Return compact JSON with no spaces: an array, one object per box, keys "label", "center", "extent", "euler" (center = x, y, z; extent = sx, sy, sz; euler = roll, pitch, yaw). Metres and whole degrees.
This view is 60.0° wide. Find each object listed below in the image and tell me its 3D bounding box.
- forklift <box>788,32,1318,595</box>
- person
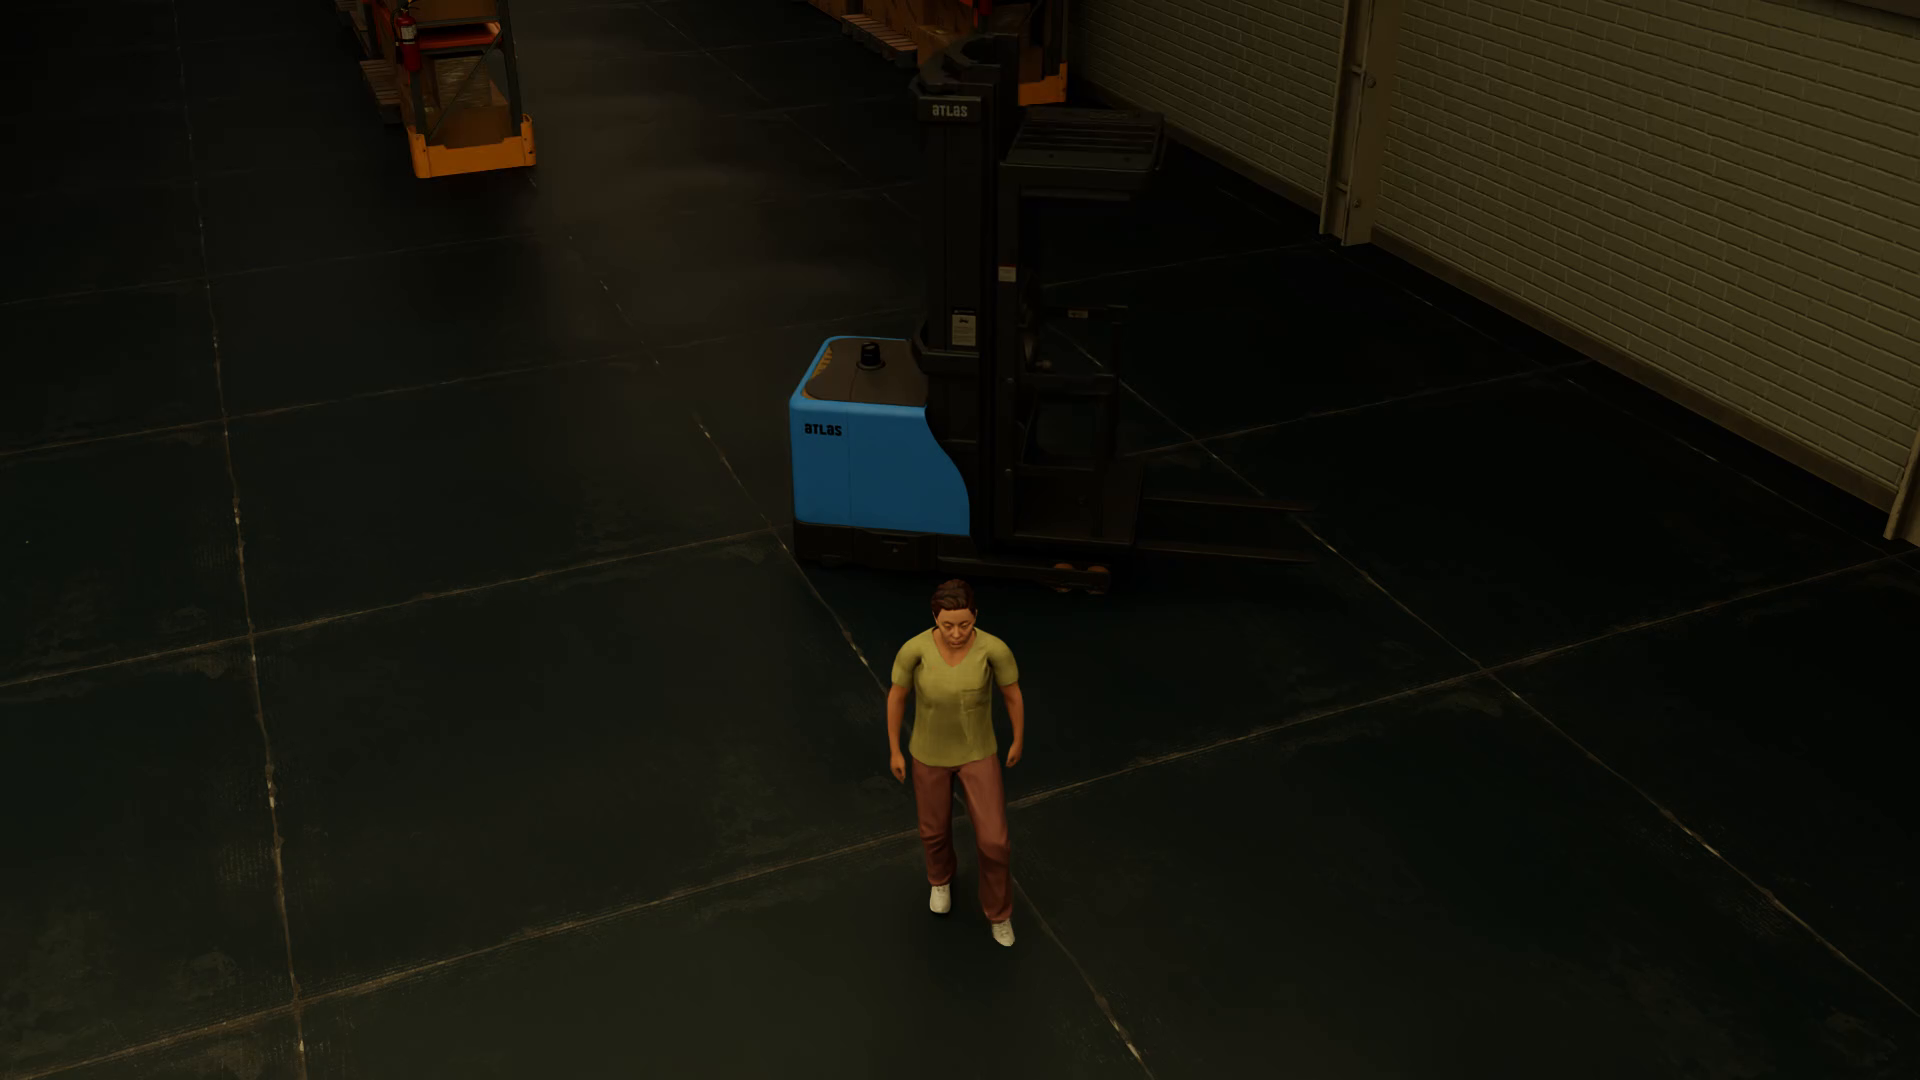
[{"label":"forklift","center":[0.584,-1.241,9.290],"extent":[3.031,2.935,1.130],"euler":[5,30,8]},{"label":"person","center":[-0.020,0.917,6.864],"extent":[0.564,1.710,0.497],"euler":[1,30,2]}]
